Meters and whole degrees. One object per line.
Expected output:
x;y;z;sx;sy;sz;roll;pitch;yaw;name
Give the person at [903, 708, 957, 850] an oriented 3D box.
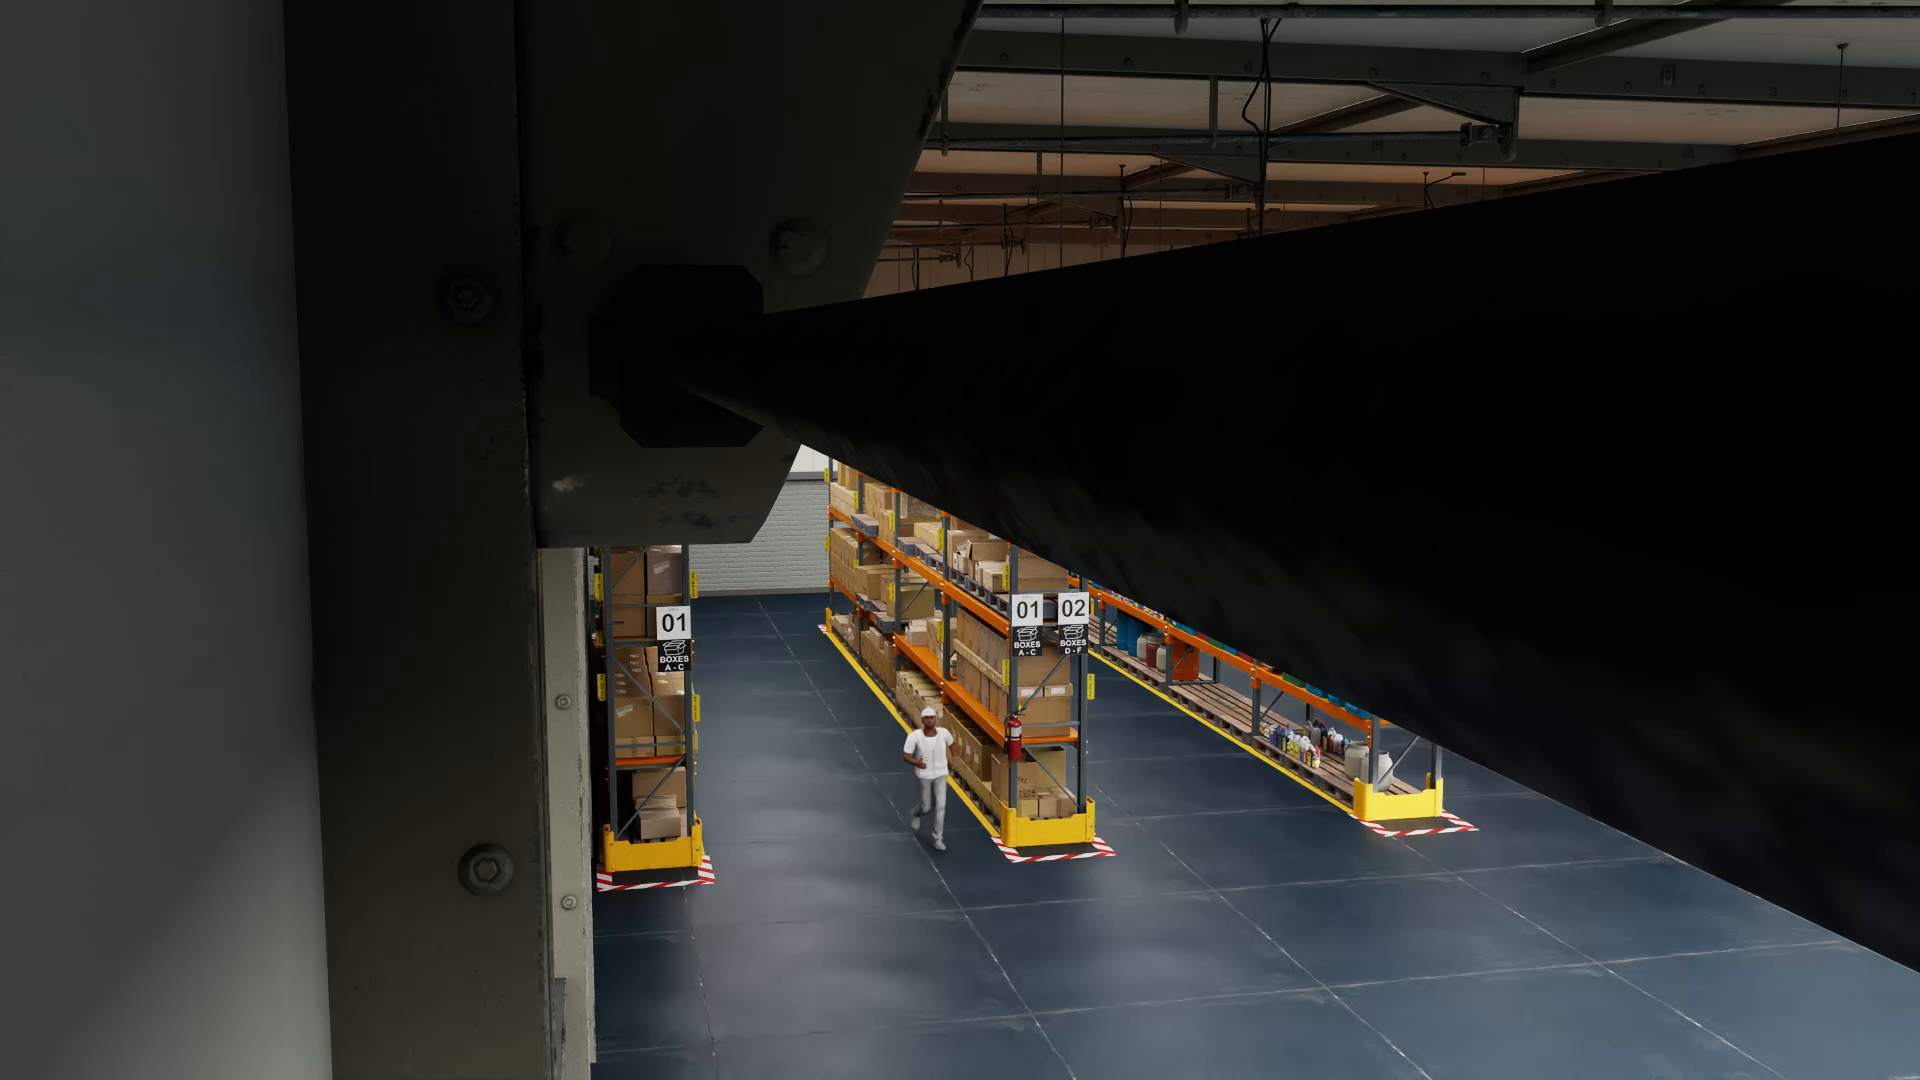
-0.342;2.988;21.024;0.715;1.712;0.931;-1;7;-12;person
